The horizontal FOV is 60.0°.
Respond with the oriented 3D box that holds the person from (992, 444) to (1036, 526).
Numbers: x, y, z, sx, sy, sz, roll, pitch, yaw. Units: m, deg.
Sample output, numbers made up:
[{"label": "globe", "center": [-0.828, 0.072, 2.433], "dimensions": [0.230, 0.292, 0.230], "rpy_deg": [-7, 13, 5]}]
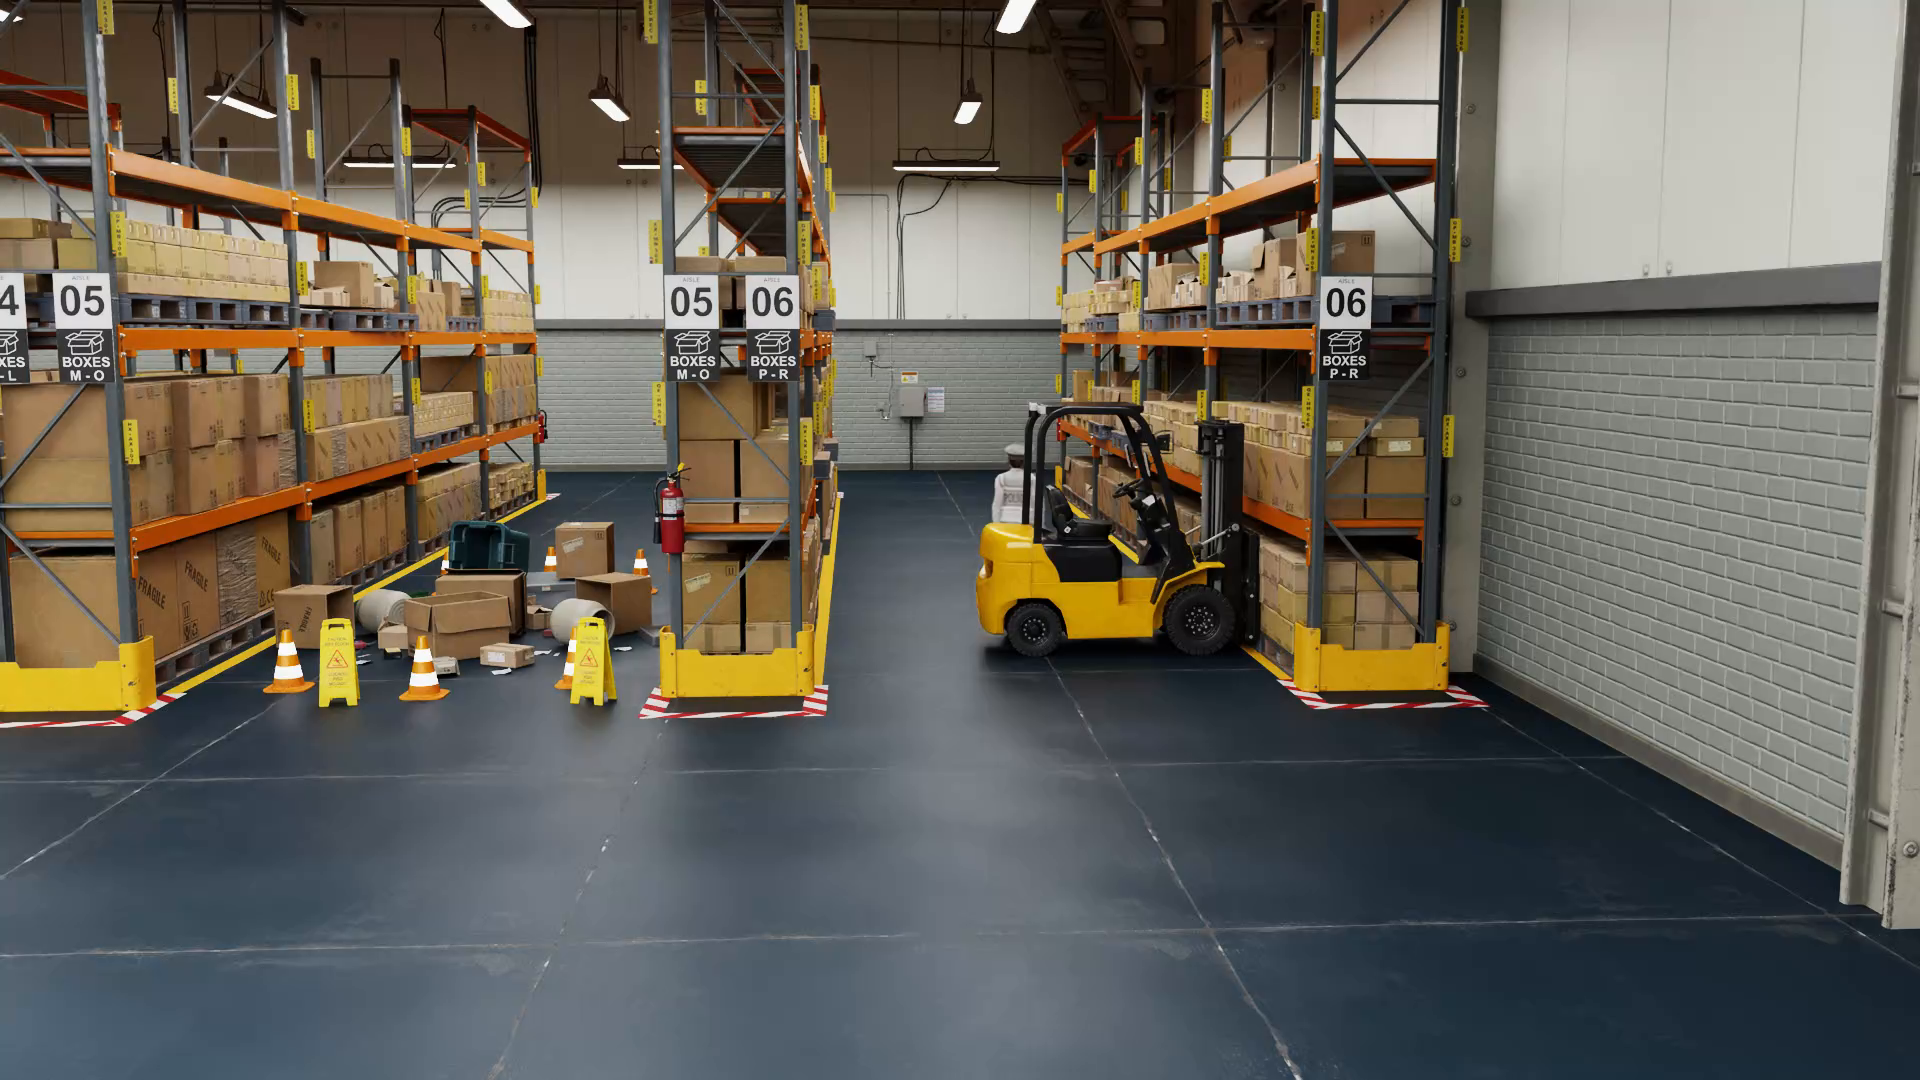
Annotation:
[{"label": "person", "center": [0.580, -0.137, 16.792], "dimensions": [0.554, 1.648, 0.916], "rpy_deg": [1, 7, 9]}]
